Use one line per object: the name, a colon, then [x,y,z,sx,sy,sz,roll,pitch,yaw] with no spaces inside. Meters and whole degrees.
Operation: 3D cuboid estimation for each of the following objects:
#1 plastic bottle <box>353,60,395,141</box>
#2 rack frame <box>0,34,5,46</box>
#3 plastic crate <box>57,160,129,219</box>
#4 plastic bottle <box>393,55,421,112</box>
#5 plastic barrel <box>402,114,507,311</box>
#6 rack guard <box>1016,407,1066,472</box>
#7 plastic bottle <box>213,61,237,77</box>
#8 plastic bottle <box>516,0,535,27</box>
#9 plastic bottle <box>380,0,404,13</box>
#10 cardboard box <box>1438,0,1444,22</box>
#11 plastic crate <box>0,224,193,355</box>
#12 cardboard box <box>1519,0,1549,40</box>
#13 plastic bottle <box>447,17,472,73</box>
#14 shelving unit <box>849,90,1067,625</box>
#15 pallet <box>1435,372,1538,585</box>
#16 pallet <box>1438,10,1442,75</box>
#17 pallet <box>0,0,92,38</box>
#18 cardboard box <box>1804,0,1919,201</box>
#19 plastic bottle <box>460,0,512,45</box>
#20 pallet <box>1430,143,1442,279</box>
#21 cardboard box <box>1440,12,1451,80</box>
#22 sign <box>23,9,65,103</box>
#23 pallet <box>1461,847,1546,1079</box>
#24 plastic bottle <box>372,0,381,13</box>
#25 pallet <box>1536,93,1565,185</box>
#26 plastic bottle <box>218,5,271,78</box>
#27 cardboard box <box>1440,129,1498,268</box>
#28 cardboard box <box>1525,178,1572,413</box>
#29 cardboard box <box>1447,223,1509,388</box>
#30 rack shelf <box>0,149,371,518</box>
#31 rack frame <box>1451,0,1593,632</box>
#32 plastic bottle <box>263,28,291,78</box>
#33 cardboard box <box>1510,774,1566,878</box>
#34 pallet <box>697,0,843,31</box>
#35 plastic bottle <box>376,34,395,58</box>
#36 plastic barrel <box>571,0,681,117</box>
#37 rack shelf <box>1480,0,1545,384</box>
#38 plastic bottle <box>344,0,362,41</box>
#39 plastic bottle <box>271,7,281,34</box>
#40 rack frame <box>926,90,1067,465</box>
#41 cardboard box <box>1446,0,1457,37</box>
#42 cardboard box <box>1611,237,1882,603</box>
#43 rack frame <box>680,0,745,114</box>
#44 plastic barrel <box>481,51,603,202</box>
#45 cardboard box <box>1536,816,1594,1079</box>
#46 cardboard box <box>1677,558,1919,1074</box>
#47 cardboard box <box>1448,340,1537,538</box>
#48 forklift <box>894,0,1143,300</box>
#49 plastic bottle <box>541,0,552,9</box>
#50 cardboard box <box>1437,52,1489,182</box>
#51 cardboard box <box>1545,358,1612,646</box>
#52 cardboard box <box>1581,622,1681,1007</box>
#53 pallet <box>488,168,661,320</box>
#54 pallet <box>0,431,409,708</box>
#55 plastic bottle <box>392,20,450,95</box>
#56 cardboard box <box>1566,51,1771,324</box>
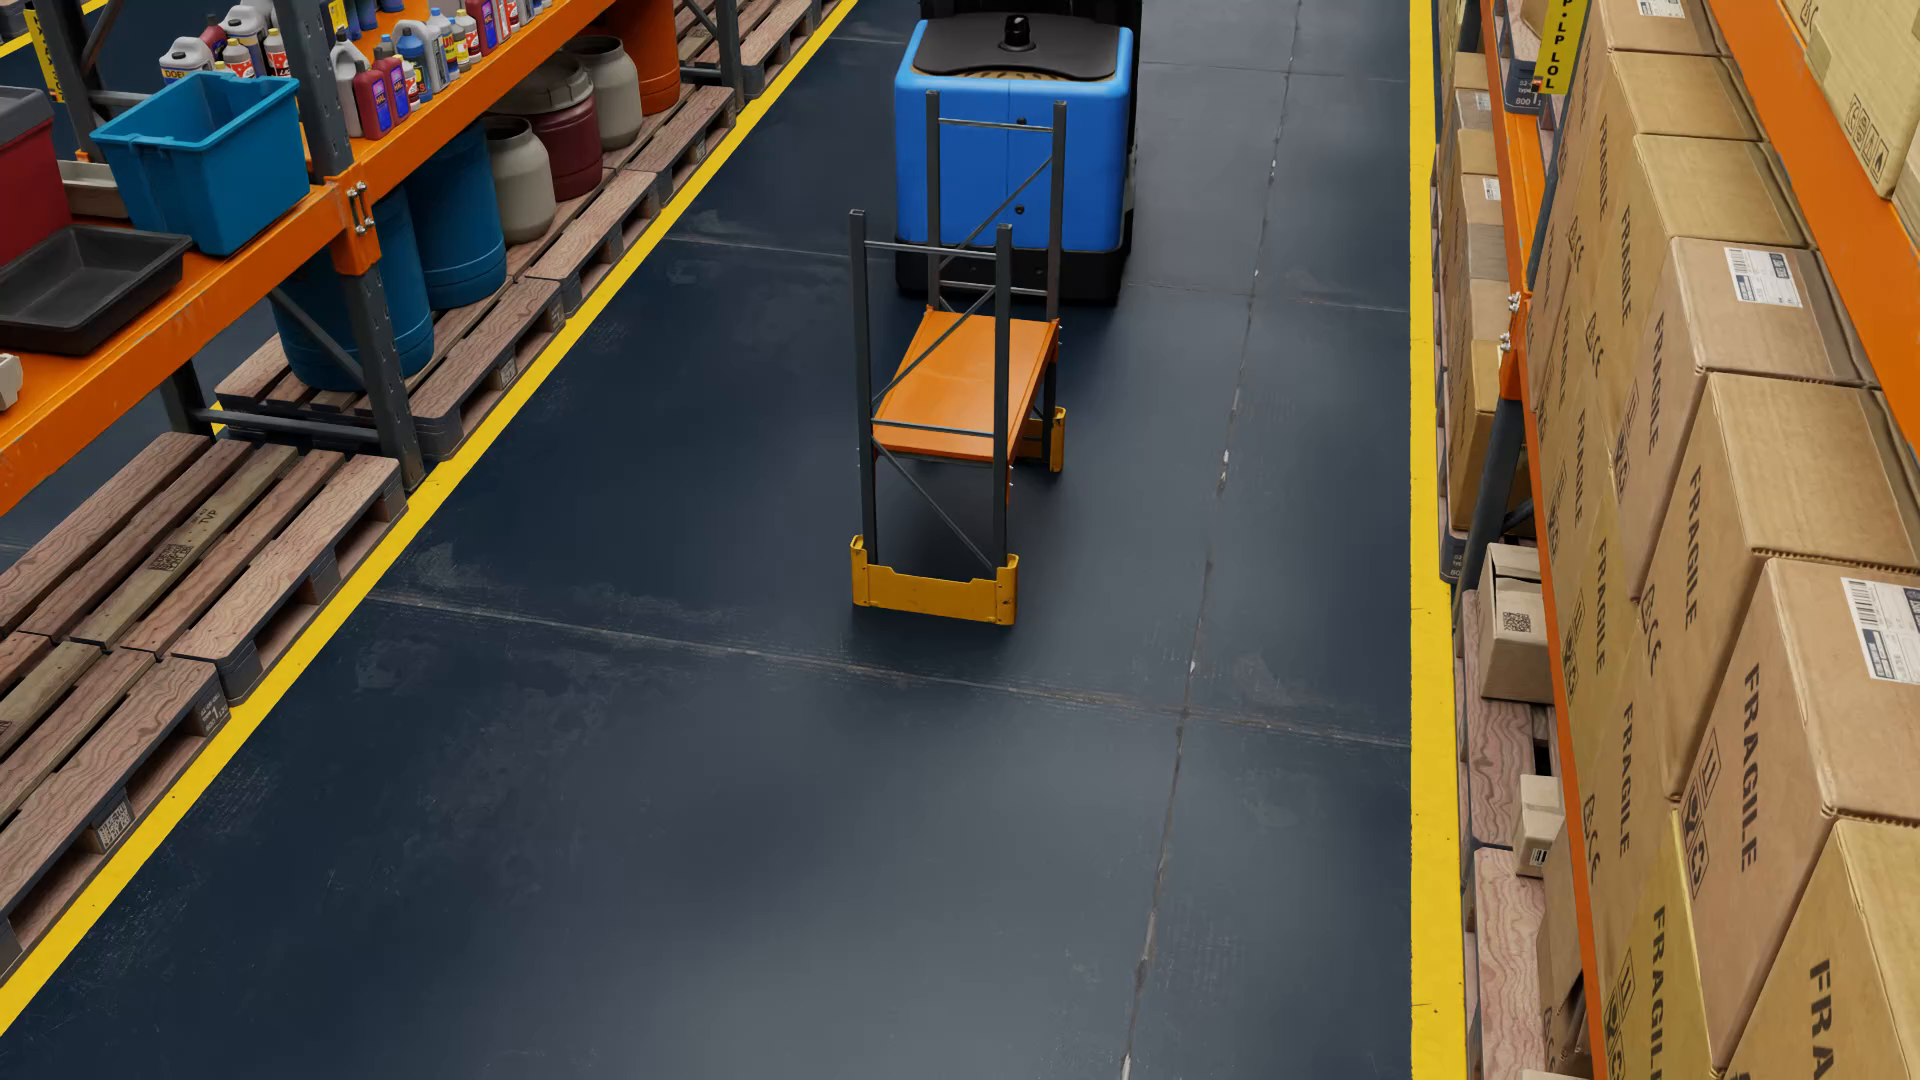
plastic bottle: [-2.122,-1.602,6.003,0.061,0.283,0.133,7,37,10]
rack frame: [-6.601,-4.406,9.773,1.000,3.000,0.127,7,37,10]
plastic crate: [-2.856,-1.161,5.469,0.396,0.136,0.243,7,37,10]
plastic bottle: [-2.087,-1.713,6.227,0.097,0.201,0.097,0,36,0]
plastic barrel: [-2.333,-1.528,7.233,0.600,0.901,0.708,7,37,10]
rack guard: [0.123,-0.430,6.631,0.587,0.250,0.087,7,37,10]
plastic bottle: [-2.723,-1.673,6.172,0.097,0.201,0.097,0,36,0]
plastic bottle: [-1.899,-2.323,7.005,0.152,0.276,0.135,7,37,10]
plastic bottle: [-2.459,-2.410,7.129,0.097,0.271,0.097,0,36,0]
cardboard box: [3.274,-3.430,10.412,0.500,0.250,0.500,8,37,11]
plastic crate: [-2.594,-0.730,4.884,0.437,0.125,0.590,7,37,10]
cardboard box: [2.538,-2.100,6.149,0.700,0.500,0.500,-1,36,-2]
plastic bottle: [-1.995,-1.958,6.565,0.097,0.201,0.097,0,36,0]
shelving unit: [0.016,-0.651,5.870,0.587,1.500,1.083,7,37,10]
pallet: [2.358,-0.211,6.362,1.003,0.211,1.213,7,37,10]
pallet: [3.552,-3.198,10.482,1.003,0.211,1.213,7,37,10]
pallet: [-6.433,-3.725,11.210,1.003,0.211,1.213,7,37,10]
cardboard box: [1.431,-0.631,2.136,0.500,0.250,0.500,7,37,10]
plastic bottle: [-1.948,-2.190,6.822,0.152,0.276,0.135,7,37,10]
pallet: [2.879,-1.610,8.292,1.003,0.211,1.213,7,37,10]
cardboard box: [3.056,-2.847,9.608,0.500,0.250,0.500,7,37,9]
sign: [-3.154,-1.674,5.768,0.100,0.325,0.005,7,37,10]
pallet: [1.815,1.355,4.201,1.003,0.211,1.213,7,37,10]
plastic bottle: [-2.585,-2.417,7.135,0.152,0.276,0.135,7,37,10]
pallet: [2.499,-1.236,5.563,1.003,0.211,1.213,7,37,10]
plastic bottle: [-2.771,-1.918,6.446,0.152,0.276,0.135,7,37,10]
cardboard box: [2.481,-1.515,7.540,0.500,0.500,0.500,7,36,9]
cardboard box: [1.846,-0.652,4.508,0.500,0.500,0.500,8,37,11]
cardboard box: [2.268,-0.924,6.724,0.500,0.500,0.500,8,37,11]
rack shelf: [-3.044,-0.054,4.382,1.077,0.370,4.000,7,37,10]
rack frame: [2.221,-0.869,4.893,1.000,3.000,0.127,7,37,10]
plastic bottle: [-2.645,-1.883,6.461,0.097,0.201,0.097,0,36,0]
cardboard box: [1.745,0.811,4.615,0.380,0.166,0.250,7,37,10]
pallet: [-1.296,-3.793,11.303,1.003,0.211,1.213,7,37,10]
plastic bottle: [-2.194,-1.844,6.408,0.097,0.201,0.097,0,36,0]
plastic barrel: [-1.850,-2.794,9.041,0.600,0.830,0.708,7,37,10]
rack shelf: [2.649,-1.724,6.686,1.077,0.370,4.000,7,37,10]
plastic bottle: [-2.537,-2.200,6.839,0.097,0.271,0.097,0,36,0]
plastic bottle: [-2.599,-2.022,6.526,0.144,0.351,0.185,7,37,10]
rack frame: [0.127,-0.948,6.279,0.500,1.500,0.032,7,37,10]
cardboard box: [3.052,-3.076,9.446,0.500,0.311,0.500,7,36,9]
cardboard box: [1.516,-0.193,3.023,0.500,0.500,0.500,8,37,11]
rack frame: [-1.763,-3.785,8.917,1.000,3.000,0.127,7,37,10]
plastic barrel: [-2.092,-2.049,8.218,0.600,0.588,0.708,7,37,10]
cardboard box: [1.825,1.041,4.010,0.797,0.503,0.637,7,37,10]
cardboard box: [1.300,0.399,2.206,0.500,0.500,0.500,8,37,11]
cardboard box: [2.047,-0.354,5.938,0.500,0.500,0.500,7,37,10]
forklift: [0.379,-3.144,8.091,1.130,2.935,3.031,4,36,5]
plastic bottle: [-1.826,-2.440,7.171,0.097,0.271,0.097,0,36,0]
cardboard box: [2.699,-2.103,8.351,0.500,0.500,0.500,9,37,12]
cardboard box: [1.631,-0.071,3.707,0.500,0.500,0.500,7,37,10]
cardboard box: [1.416,0.509,2.906,0.500,0.500,0.500,8,37,10]
pallet: [-2.153,-1.502,8.142,1.003,0.211,1.213,7,37,10]
pallet: [-2.736,0.063,5.983,1.003,0.211,1.213,7,37,10]
plastic bottle: [-2.068,-1.869,6.379,0.152,0.276,0.135,7,37,10]
cardboard box: [1.736,-0.784,3.838,0.500,0.500,0.500,6,36,9]
